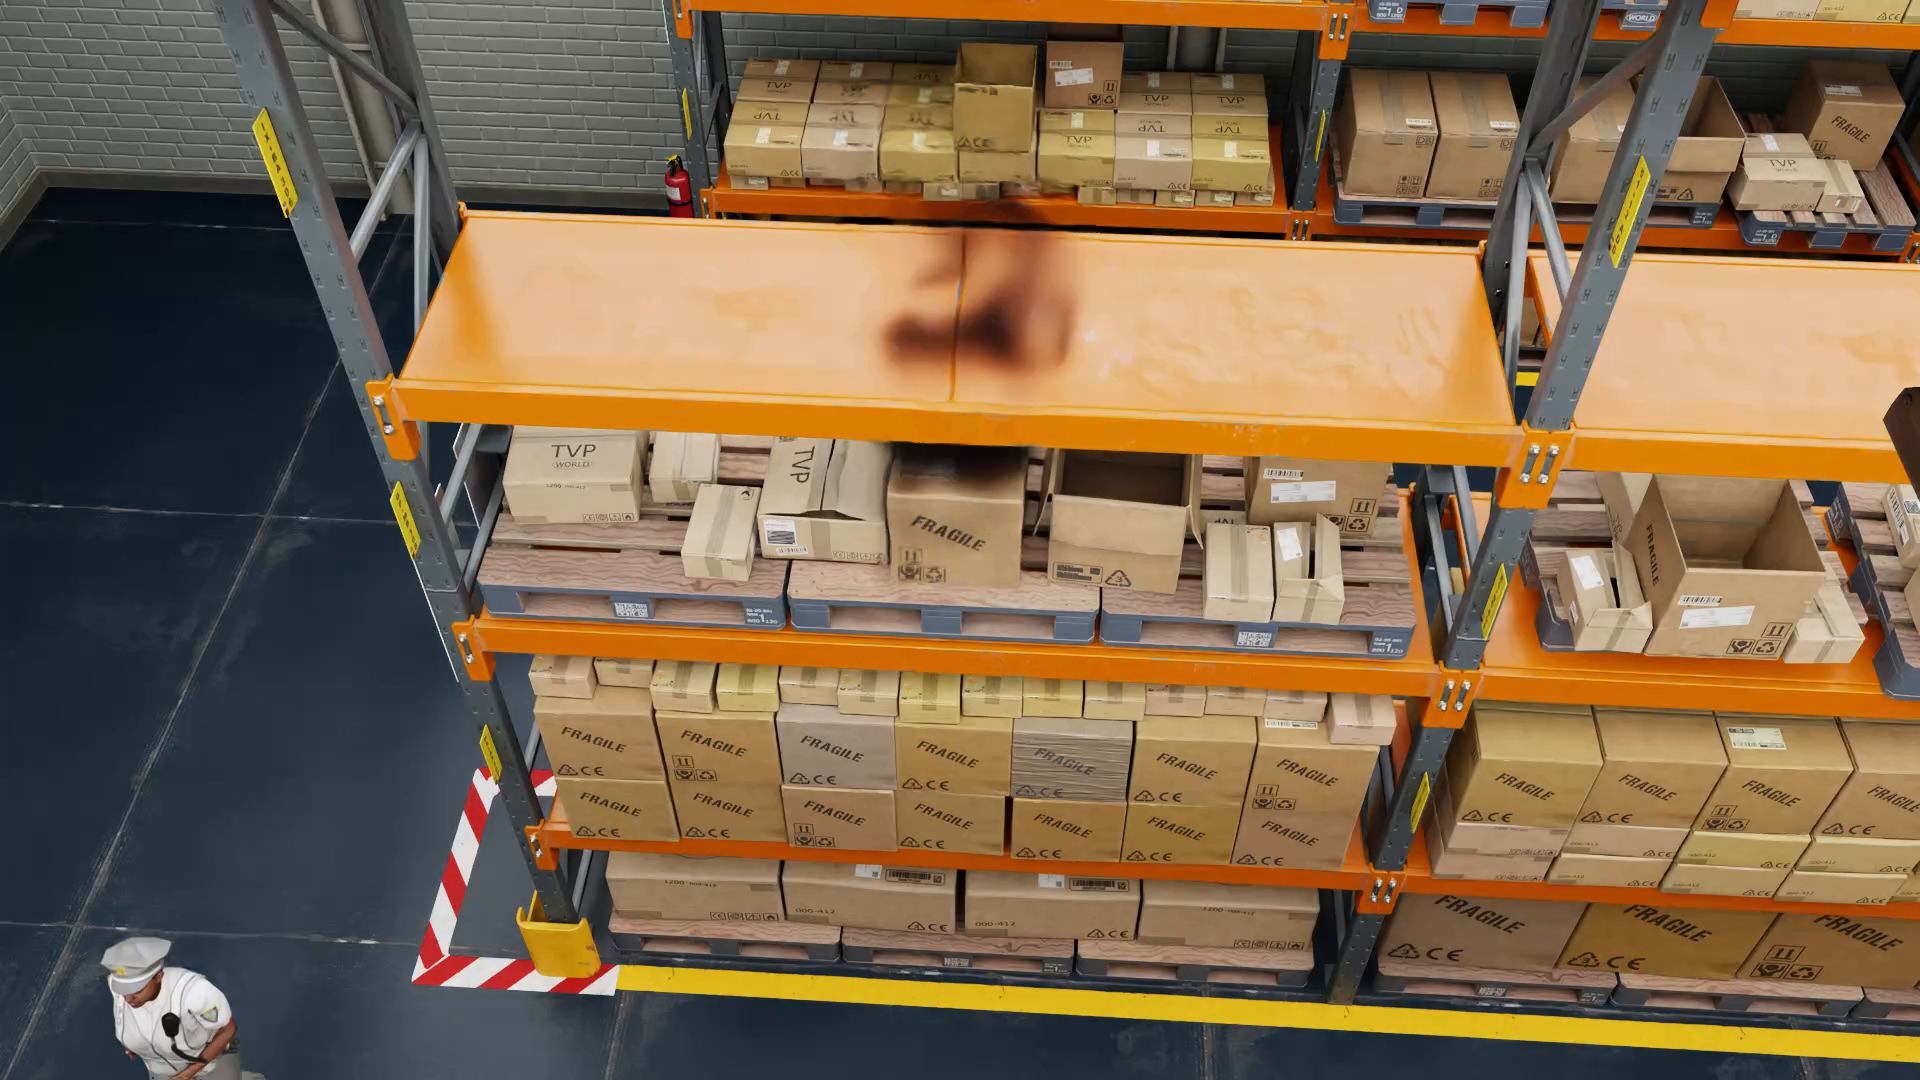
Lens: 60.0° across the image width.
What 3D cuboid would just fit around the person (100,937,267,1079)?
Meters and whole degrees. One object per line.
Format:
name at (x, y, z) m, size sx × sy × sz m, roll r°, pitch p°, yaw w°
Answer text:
person at (-3.363, 2.256, 7.207) m, size 0.561 × 1.665 × 0.562 m, roll 1°, pitch 48°, yaw 1°
